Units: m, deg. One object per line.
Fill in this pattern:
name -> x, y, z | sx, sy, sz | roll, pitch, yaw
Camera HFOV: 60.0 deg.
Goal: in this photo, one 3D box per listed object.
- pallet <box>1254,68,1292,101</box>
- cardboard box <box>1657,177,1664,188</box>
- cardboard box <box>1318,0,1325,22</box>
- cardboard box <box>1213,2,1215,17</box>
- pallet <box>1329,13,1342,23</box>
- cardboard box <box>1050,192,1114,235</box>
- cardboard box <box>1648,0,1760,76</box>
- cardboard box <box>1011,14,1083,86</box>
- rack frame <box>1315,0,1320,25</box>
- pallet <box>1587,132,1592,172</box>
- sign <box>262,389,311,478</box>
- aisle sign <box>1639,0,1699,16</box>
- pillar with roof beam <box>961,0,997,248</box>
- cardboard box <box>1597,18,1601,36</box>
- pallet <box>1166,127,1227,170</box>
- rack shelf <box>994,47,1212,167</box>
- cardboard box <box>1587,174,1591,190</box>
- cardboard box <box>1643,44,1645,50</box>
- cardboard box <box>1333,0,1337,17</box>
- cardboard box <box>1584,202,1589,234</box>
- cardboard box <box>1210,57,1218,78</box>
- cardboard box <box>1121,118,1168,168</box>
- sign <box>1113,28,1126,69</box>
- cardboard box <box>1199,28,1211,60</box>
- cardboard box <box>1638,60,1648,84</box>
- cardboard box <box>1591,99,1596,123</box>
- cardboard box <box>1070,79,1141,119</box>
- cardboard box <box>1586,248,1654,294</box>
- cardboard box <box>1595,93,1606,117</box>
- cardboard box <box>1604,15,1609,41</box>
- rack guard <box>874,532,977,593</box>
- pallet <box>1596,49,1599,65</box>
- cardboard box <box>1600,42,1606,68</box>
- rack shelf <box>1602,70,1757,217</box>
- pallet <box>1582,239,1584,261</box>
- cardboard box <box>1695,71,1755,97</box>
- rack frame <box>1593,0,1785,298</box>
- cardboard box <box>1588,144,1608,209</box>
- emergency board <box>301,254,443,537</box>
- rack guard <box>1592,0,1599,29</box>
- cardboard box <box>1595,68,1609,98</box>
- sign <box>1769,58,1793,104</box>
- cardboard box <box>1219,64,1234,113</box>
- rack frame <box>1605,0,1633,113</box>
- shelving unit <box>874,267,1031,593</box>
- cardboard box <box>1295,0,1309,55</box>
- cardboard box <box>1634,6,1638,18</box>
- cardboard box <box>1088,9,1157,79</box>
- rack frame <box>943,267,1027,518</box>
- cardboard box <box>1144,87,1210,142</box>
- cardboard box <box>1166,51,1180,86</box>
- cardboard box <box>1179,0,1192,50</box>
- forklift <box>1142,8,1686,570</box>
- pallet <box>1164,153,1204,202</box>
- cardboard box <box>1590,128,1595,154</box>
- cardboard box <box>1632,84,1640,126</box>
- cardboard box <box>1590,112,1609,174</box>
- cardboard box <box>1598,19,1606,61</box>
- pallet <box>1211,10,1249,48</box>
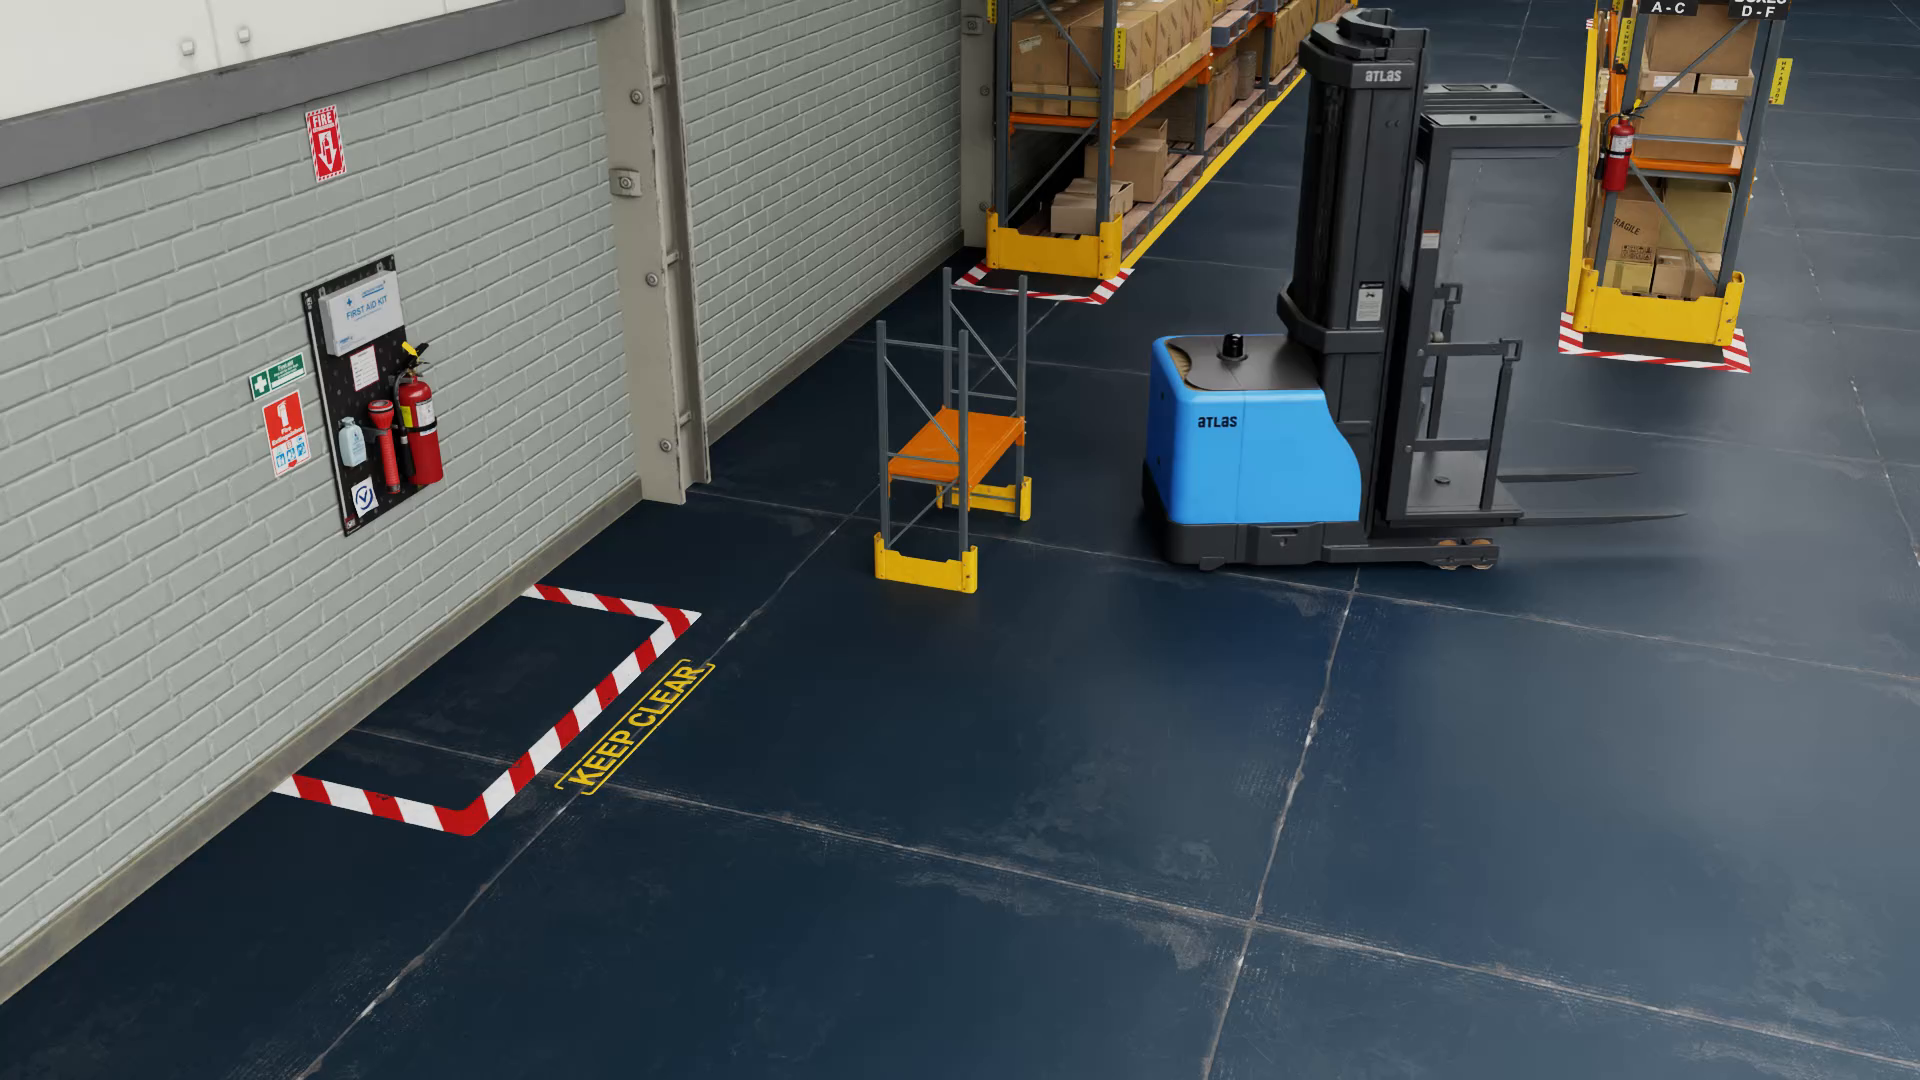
pallet -> 3.791, -6.068, 22.040 | 1.003, 0.211, 1.213 | 9, 27, 17
cardboard box -> 6.175, -2.896, 14.101 | 0.500, 0.500, 0.500 | 9, 27, 17
cardboard box -> 5.134, -8.010, 25.238 | 0.700, 0.500, 0.500 | 9, 27, 18
cardboard box -> 2.328, -5.813, 17.695 | 0.700, 0.500, 0.500 | 9, 27, 18
pallet -> 5.520, -8.203, 26.449 | 1.003, 0.211, 1.213 | 9, 27, 17
cardboard box -> 1.110, -2.981, 15.046 | 0.500, 0.311, 0.500 | 6, 26, 12
cardboard box -> 5.653, -3.846, 12.648 | 0.700, 0.500, 0.500 | 9, 27, 18
cardboard box -> 0.752, -4.226, 14.324 | 0.500, 0.500, 0.500 | 8, 27, 17
rack frame -> 4.788, -8.654, 24.181 | 1.000, 3.000, 0.127 | 9, 27, 17
pallet -> 7.412, -4.206, 18.194 | 1.003, 0.211, 1.213 | 9, 27, 17
sign -> -2.924, -0.463, 7.224 | 0.001, 0.329, 0.234 | 9, 27, 17
aisle sign -> 5.169, -4.191, 11.981 | 0.394, 0.787, 0.004 | 9, 27, 17
pillar with roof beam -> 4.272, -6.211, 12.252 | 9.100, 9.000, 0.400 | 9, 27, 17
cardboard box -> 9.633, -7.508, 24.395 | 0.500, 0.311, 0.500 | 9, 27, 17
pallet -> 2.384, -4.431, 18.660 | 1.003, 0.211, 1.213 | 9, 27, 17
rack shelf -> 1.461, -4.220, 15.850 | 1.077, 0.370, 4.000 | 9, 27, 17
cardboard box -> 6.359, -3.454, 16.115 | 0.500, 0.250, 0.500 | 9, 27, 17
cardboard box -> 5.759, -3.951, 13.609 | 0.380, 0.149, 0.250 | 10, 27, 19
cardboard box -> 5.648, -8.647, 26.553 | 0.700, 0.500, 0.500 | 8, 27, 16
cardboard box -> 5.855, -2.838, 14.843 | 0.500, 0.250, 0.500 | 9, 27, 17
cardboard box -> 2.668, -5.477, 19.123 | 0.500, 0.250, 0.500 | 8, 27, 16
cardboard box -> 1.819, -4.007, 16.947 | 0.500, 0.500, 0.500 | 7, 27, 14
sign -> 1.307, -4.033, 13.645 | 0.100, 0.325, 0.005 | 9, 27, 17
cardboard box -> 2.254, -5.069, 16.926 | 0.500, 0.250, 0.500 | 9, 27, 18
cardboard box -> 5.501, -3.635, 12.956 | 0.380, 0.149, 0.250 | 9, 27, 19
cardboard box -> 7.512, -4.865, 19.029 | 0.500, 0.250, 0.500 | 8, 27, 16
cardboard box -> 1.257, -3.818, 14.343 | 0.500, 0.250, 0.500 | 8, 27, 16
cardboard box -> 5.368, -2.220, 13.567 | 0.500, 0.250, 0.500 | 9, 27, 17
cardboard box -> 7.169, -4.686, 18.017 | 0.500, 0.311, 0.500 | 8, 27, 17
cardboard box -> 8.571, -6.567, 21.373 | 0.500, 0.250, 0.500 | 8, 27, 16
rack guard -> -0.191, 0.123, 9.208 | 0.587, 0.250, 0.087 | 9, 27, 17
pallet -> 9.690, -6.964, 23.891 | 1.003, 0.211, 1.213 | 9, 27, 17
cardboard box -> 8.392, -5.997, 21.057 | 0.500, 0.500, 0.500 | 8, 27, 16
rack shelf -> 6.133, -3.503, 14.369 | 1.077, 0.370, 4.000 | 9, 27, 17
pallet -> 6.090, -2.570, 14.816 | 1.003, 0.211, 1.213 | 9, 27, 17
cardboard box -> 5.801, -3.472, 12.621 | 0.380, 0.149, 0.250 | 9, 27, 17
rack frame -> 5.468, -3.005, 12.515 | 1.000, 3.000, 0.127 | 9, 27, 17
cardboard box -> 5.852, -3.176, 14.681 | 0.500, 0.500, 0.500 | 9, 27, 17
emergency board -> -2.643, -0.660, 7.670 | 0.194, 1.169, 0.643 | 9, 27, 17
rack guard -> 10.767, -8.424, 26.575 | 1.175, 0.500, 0.348 | 9, 27, 17
cardboard box -> 7.679, -5.324, 19.334 | 0.500, 0.311, 0.500 | 10, 27, 19
sign -> 5.989, -3.348, 12.138 | 0.100, 0.325, 0.005 | 9, 27, 17
cardboard box -> 2.847, -5.376, 19.775 | 0.700, 0.500, 0.500 | 9, 27, 17
rack frame -> 6.799, -4.649, 15.910 | 1.000, 3.000, 0.127 | 9, 27, 17
shelving unit -> -0.025, -0.644, 9.358 | 0.587, 1.500, 1.083 | 9, 27, 17
cardboard box -> 4.402, -7.223, 23.212 | 0.750, 0.750, 0.750 | 10, 27, 19
cardboard box -> 6.527, -4.904, 15.577 | 0.380, 0.149, 0.250 | 9, 27, 17
cardboard box -> 1.411, -4.356, 14.592 | 0.500, 0.500, 0.500 | 9, 27, 18
rack frame -> 0.141, -0.849, 9.782 | 0.500, 1.500, 0.032 | 9, 27, 17
cardboard box -> 2.355, -4.744, 18.469 | 0.700, 0.500, 0.500 | 10, 27, 19
cardboard box -> 1.762, -4.450, 15.647 | 0.500, 0.250, 0.500 | 9, 27, 18
cardboard box -> 1.922, -4.995, 15.912 | 0.500, 0.500, 0.500 | 8, 27, 16
forklift -> 2.644, -1.379, 9.234 | 3.031, 2.935, 1.130 | -1, 26, -3
pallet -> 1.936, -3.830, 17.418 | 1.003, 0.211, 1.213 | 9, 27, 17
cardboard box -> 7.003, -4.231, 17.720 | 0.500, 0.250, 0.500 | 9, 27, 19
cardboard box -> 5.976, -3.660, 13.753 | 0.700, 0.500, 0.500 | 9, 27, 18
cardboard box -> 6.349, -3.793, 15.955 | 0.500, 0.500, 0.500 | 9, 27, 17
cardboard box -> 9.070, -6.846, 22.812 | 0.500, 0.500, 0.500 | 8, 27, 15
pallet -> 2.518, -5.573, 18.038 | 1.003, 0.211, 1.213 | 9, 27, 17
